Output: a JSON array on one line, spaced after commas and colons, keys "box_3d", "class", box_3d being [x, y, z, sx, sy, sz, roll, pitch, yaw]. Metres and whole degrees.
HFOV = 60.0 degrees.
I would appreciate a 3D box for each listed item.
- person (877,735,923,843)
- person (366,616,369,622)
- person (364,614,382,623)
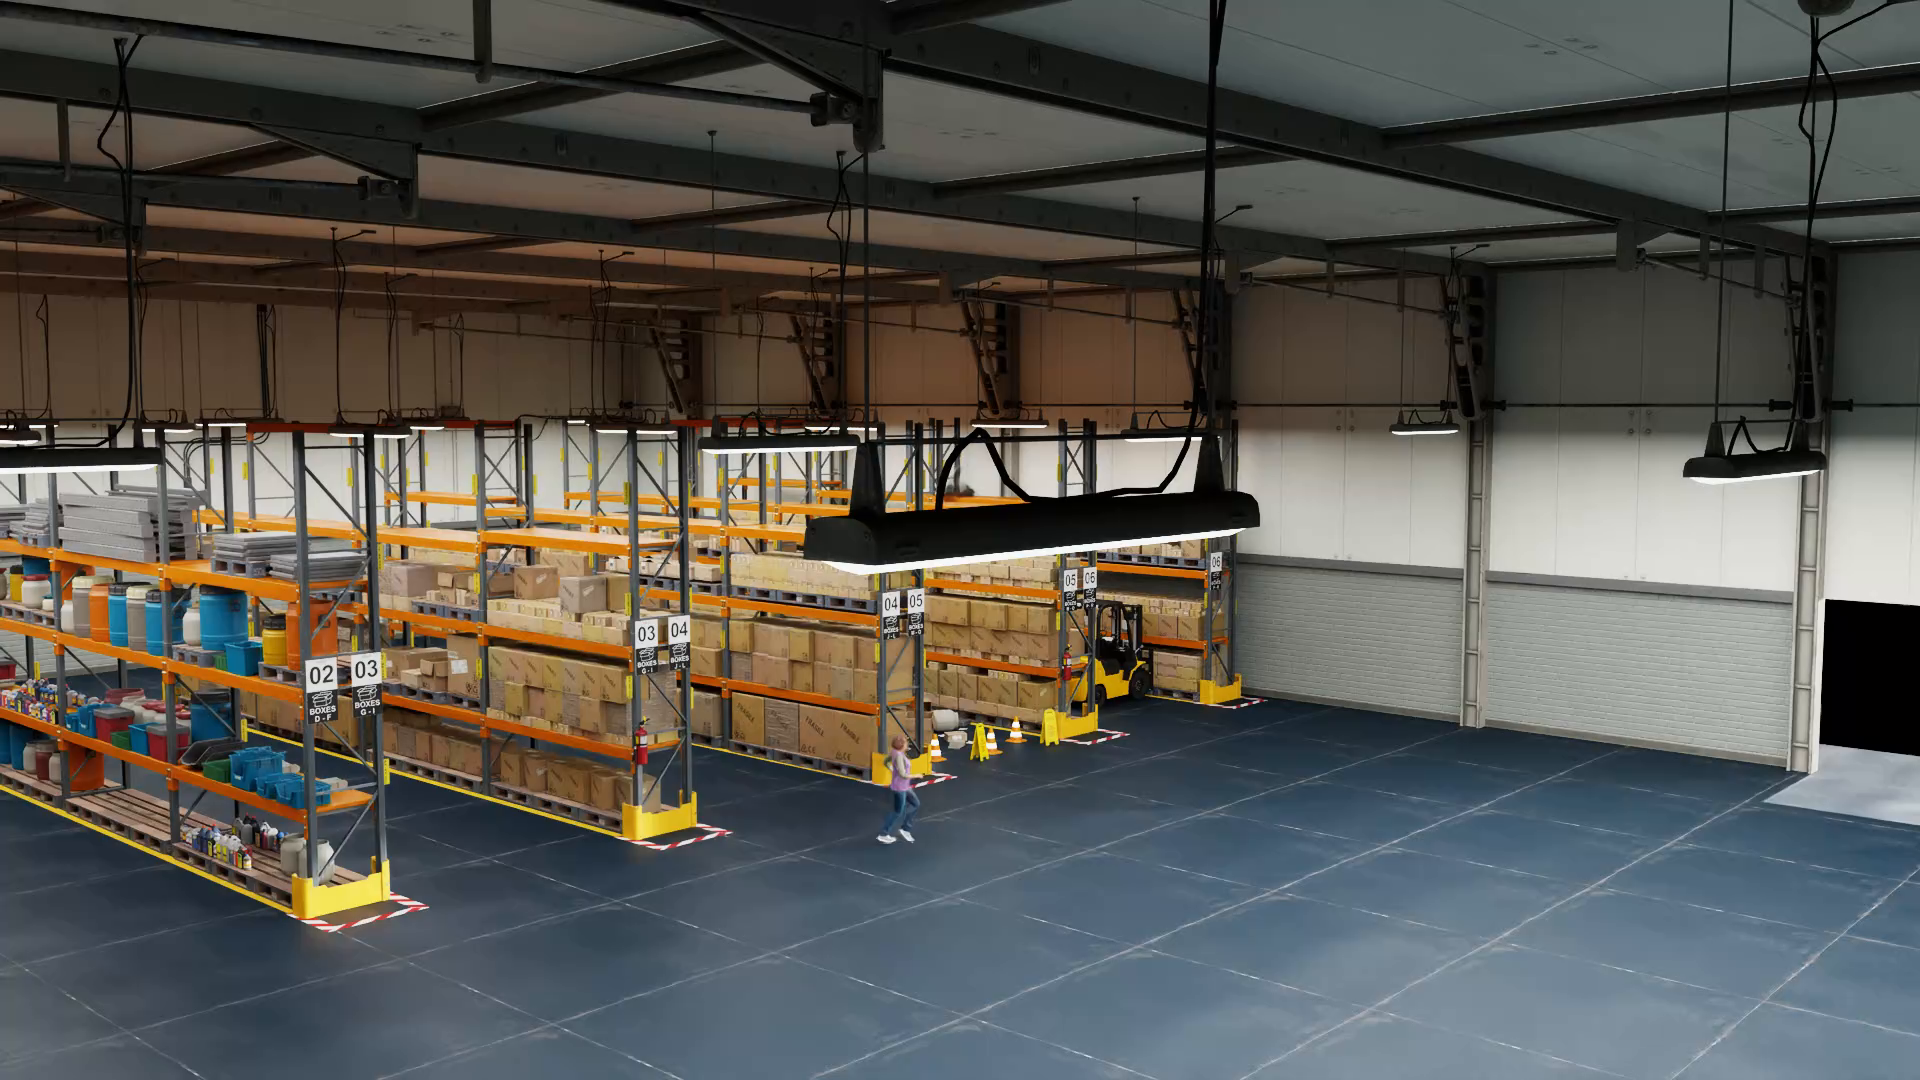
[{"box_3d": [-0.862, 3.590, 23.940, 0.672, 1.596, 0.543, 0, 5, -5], "class": "person"}, {"box_3d": [-12.890, 2.496, 36.418, 0.646, 1.737, 0.692, -5, 7, -44], "class": "person"}, {"box_3d": [-13.912, 2.214, 39.499, 0.705, 1.613, 0.667, 4, 6, 39], "class": "person"}]
